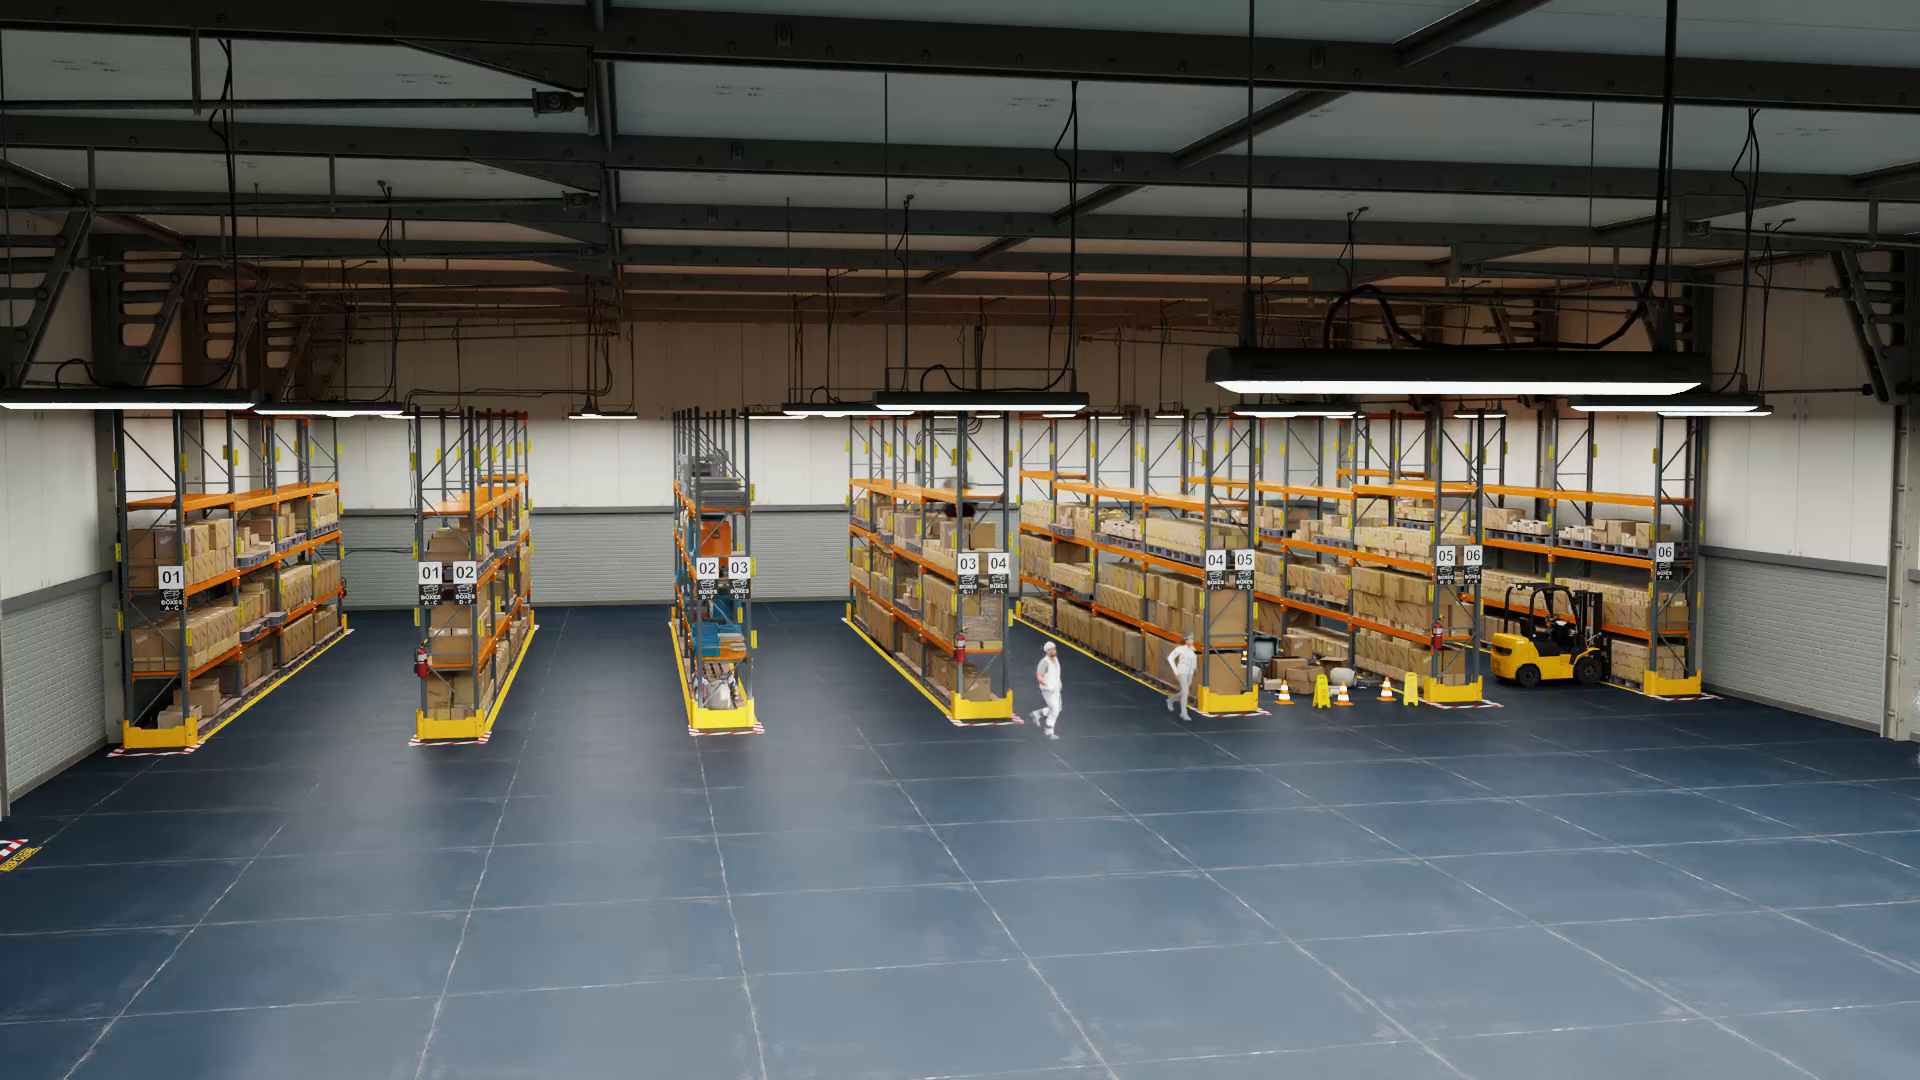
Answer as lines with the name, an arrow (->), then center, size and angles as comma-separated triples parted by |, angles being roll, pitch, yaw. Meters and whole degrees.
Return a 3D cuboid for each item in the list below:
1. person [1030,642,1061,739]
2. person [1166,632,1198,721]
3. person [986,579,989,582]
person -> 1.561, 2.713, 30.168 | 0.667, 1.761, 0.678 | 3, 5, 32
person -> 4.342, 2.626, 32.254 | 0.652, 1.674, 0.814 | -3, 5, -34
person -> 0.973, 1.396, 49.246 | 0.783, 1.699, 0.596 | -3, 5, -34
